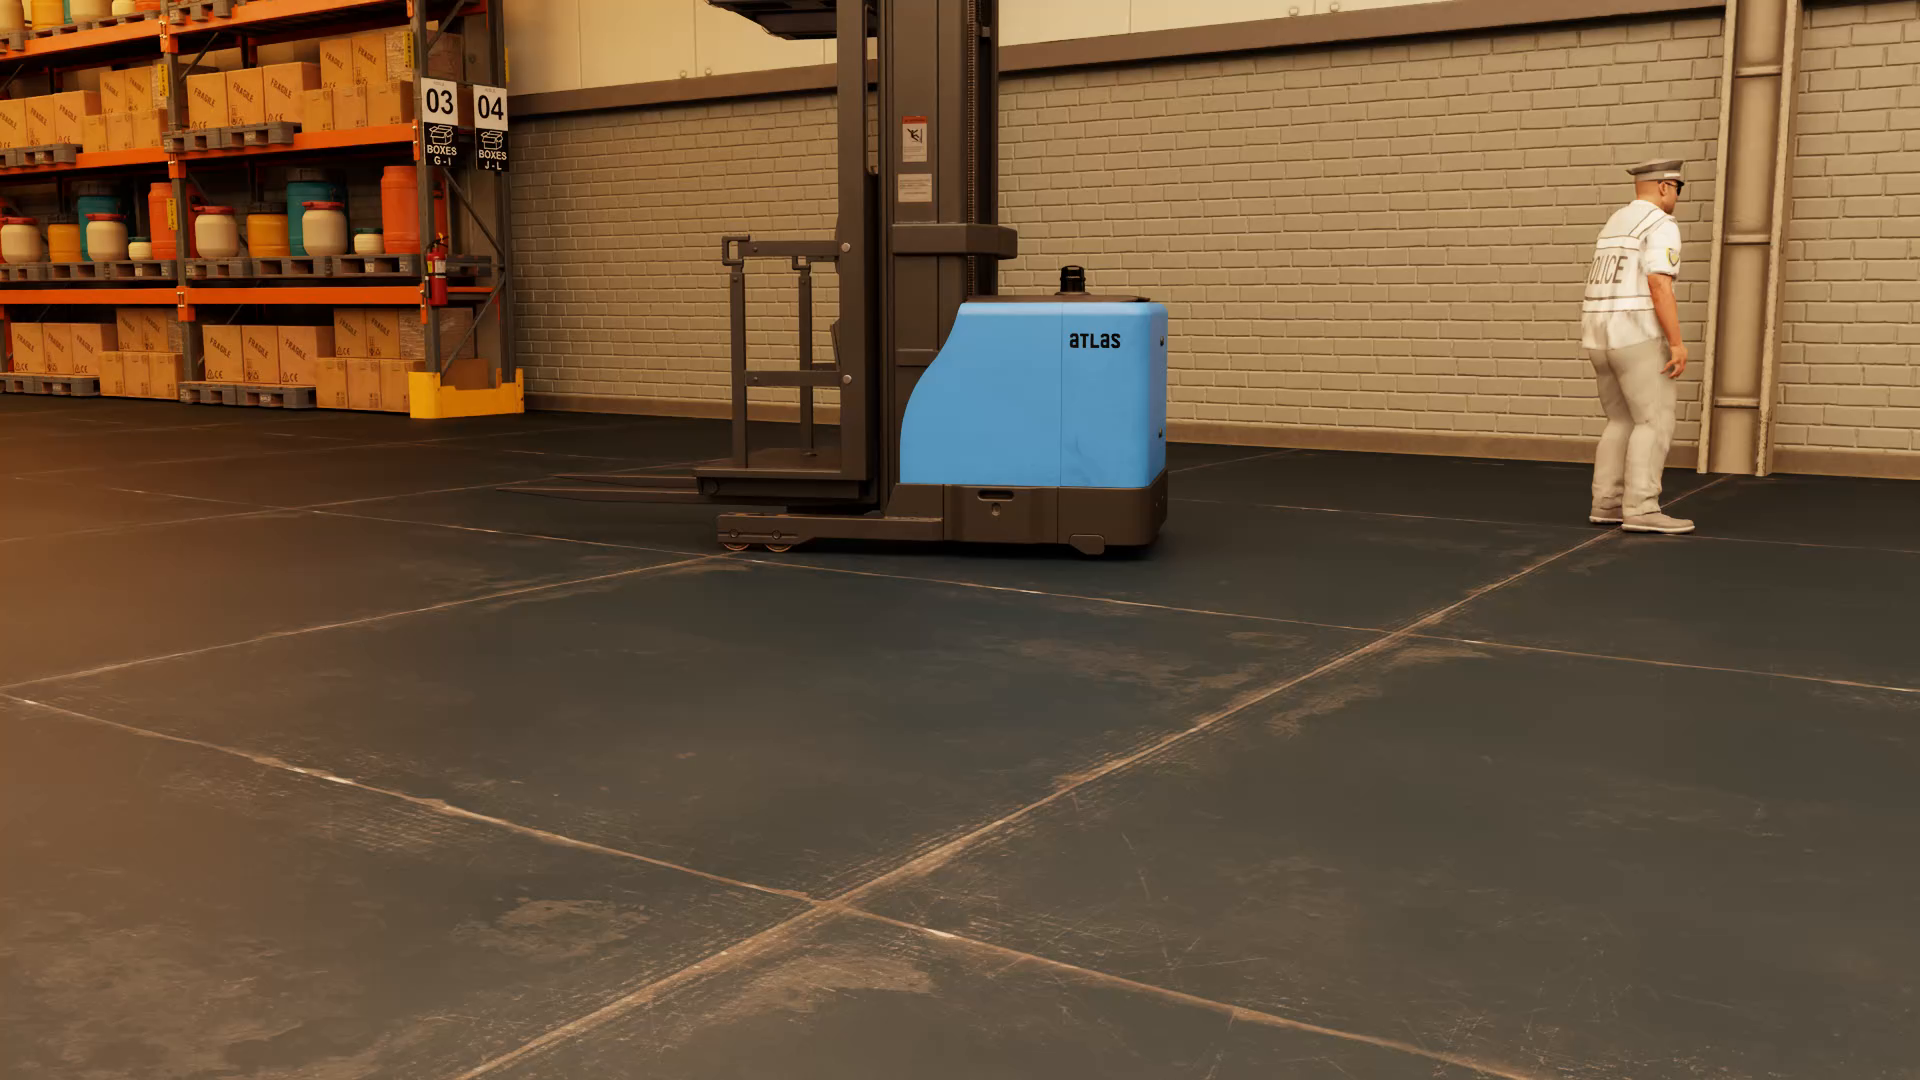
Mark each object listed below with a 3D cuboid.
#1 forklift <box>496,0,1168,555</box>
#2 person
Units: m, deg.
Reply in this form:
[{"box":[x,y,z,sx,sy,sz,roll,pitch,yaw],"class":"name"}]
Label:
[{"box":[-0.596,-1.469,7.520,3.031,2.935,1.130,2,8,12],"class":"forklift"},{"box":[3.217,-0.931,7.932,0.432,1.750,0.603,-1,8,-9],"class":"person"}]
